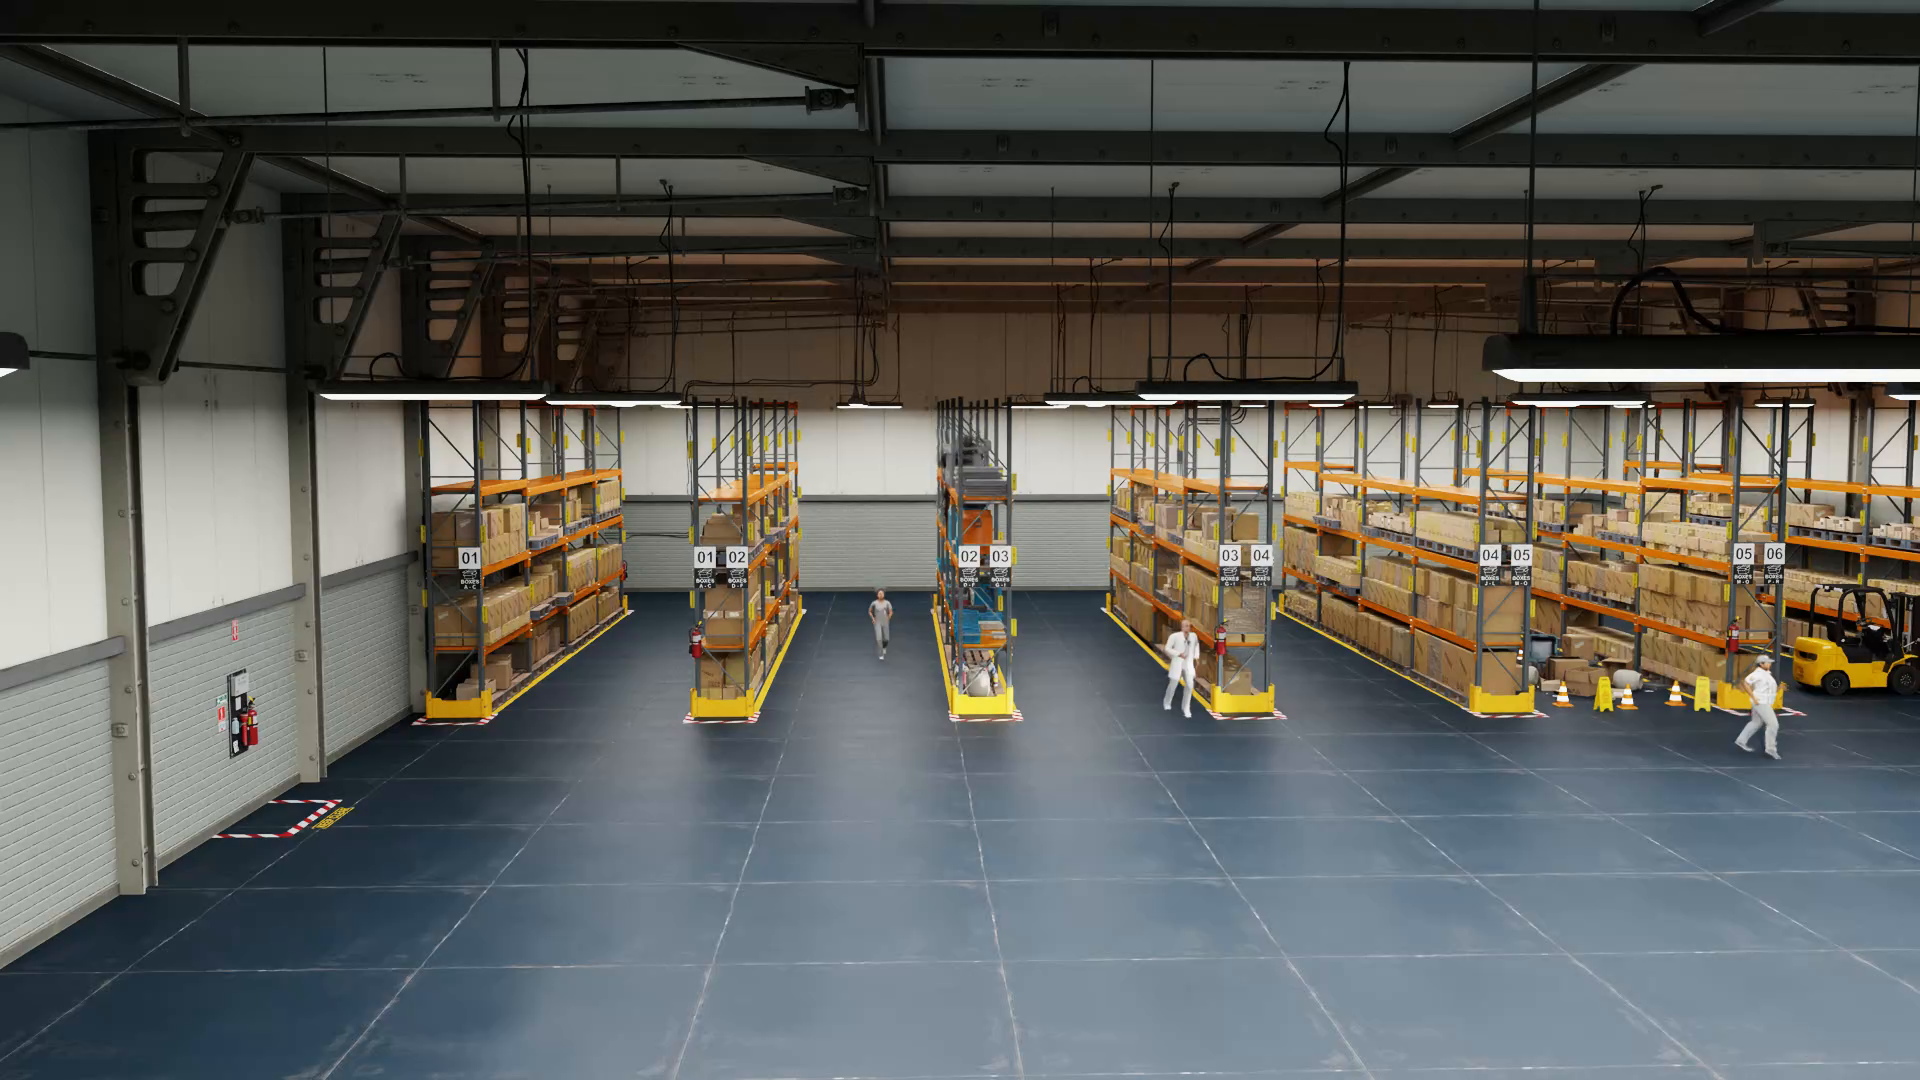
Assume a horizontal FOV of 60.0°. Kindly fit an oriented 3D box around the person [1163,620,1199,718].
[{"bbox_3d":[4.225,2.416,31.449,0.749,1.832,0.802,-1,5,-13],"label":"person"}]

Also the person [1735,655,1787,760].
[{"bbox_3d":[13.294,2.762,27.604,0.754,1.727,0.580,3,5,34],"label":"person"}]

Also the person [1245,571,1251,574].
[{"bbox_3d":[8.477,1.123,48.699,0.597,1.716,0.720,-1,5,-15],"label":"person"}]

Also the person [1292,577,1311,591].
[{"bbox_3d":[10.065,1.048,49.058,0.901,1.752,0.757,2,5,20],"label":"person"}]

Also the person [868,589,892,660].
[{"bbox_3d":[-1.838,1.939,38.474,0.563,1.619,0.609,-1,4,-8],"label":"person"}]
